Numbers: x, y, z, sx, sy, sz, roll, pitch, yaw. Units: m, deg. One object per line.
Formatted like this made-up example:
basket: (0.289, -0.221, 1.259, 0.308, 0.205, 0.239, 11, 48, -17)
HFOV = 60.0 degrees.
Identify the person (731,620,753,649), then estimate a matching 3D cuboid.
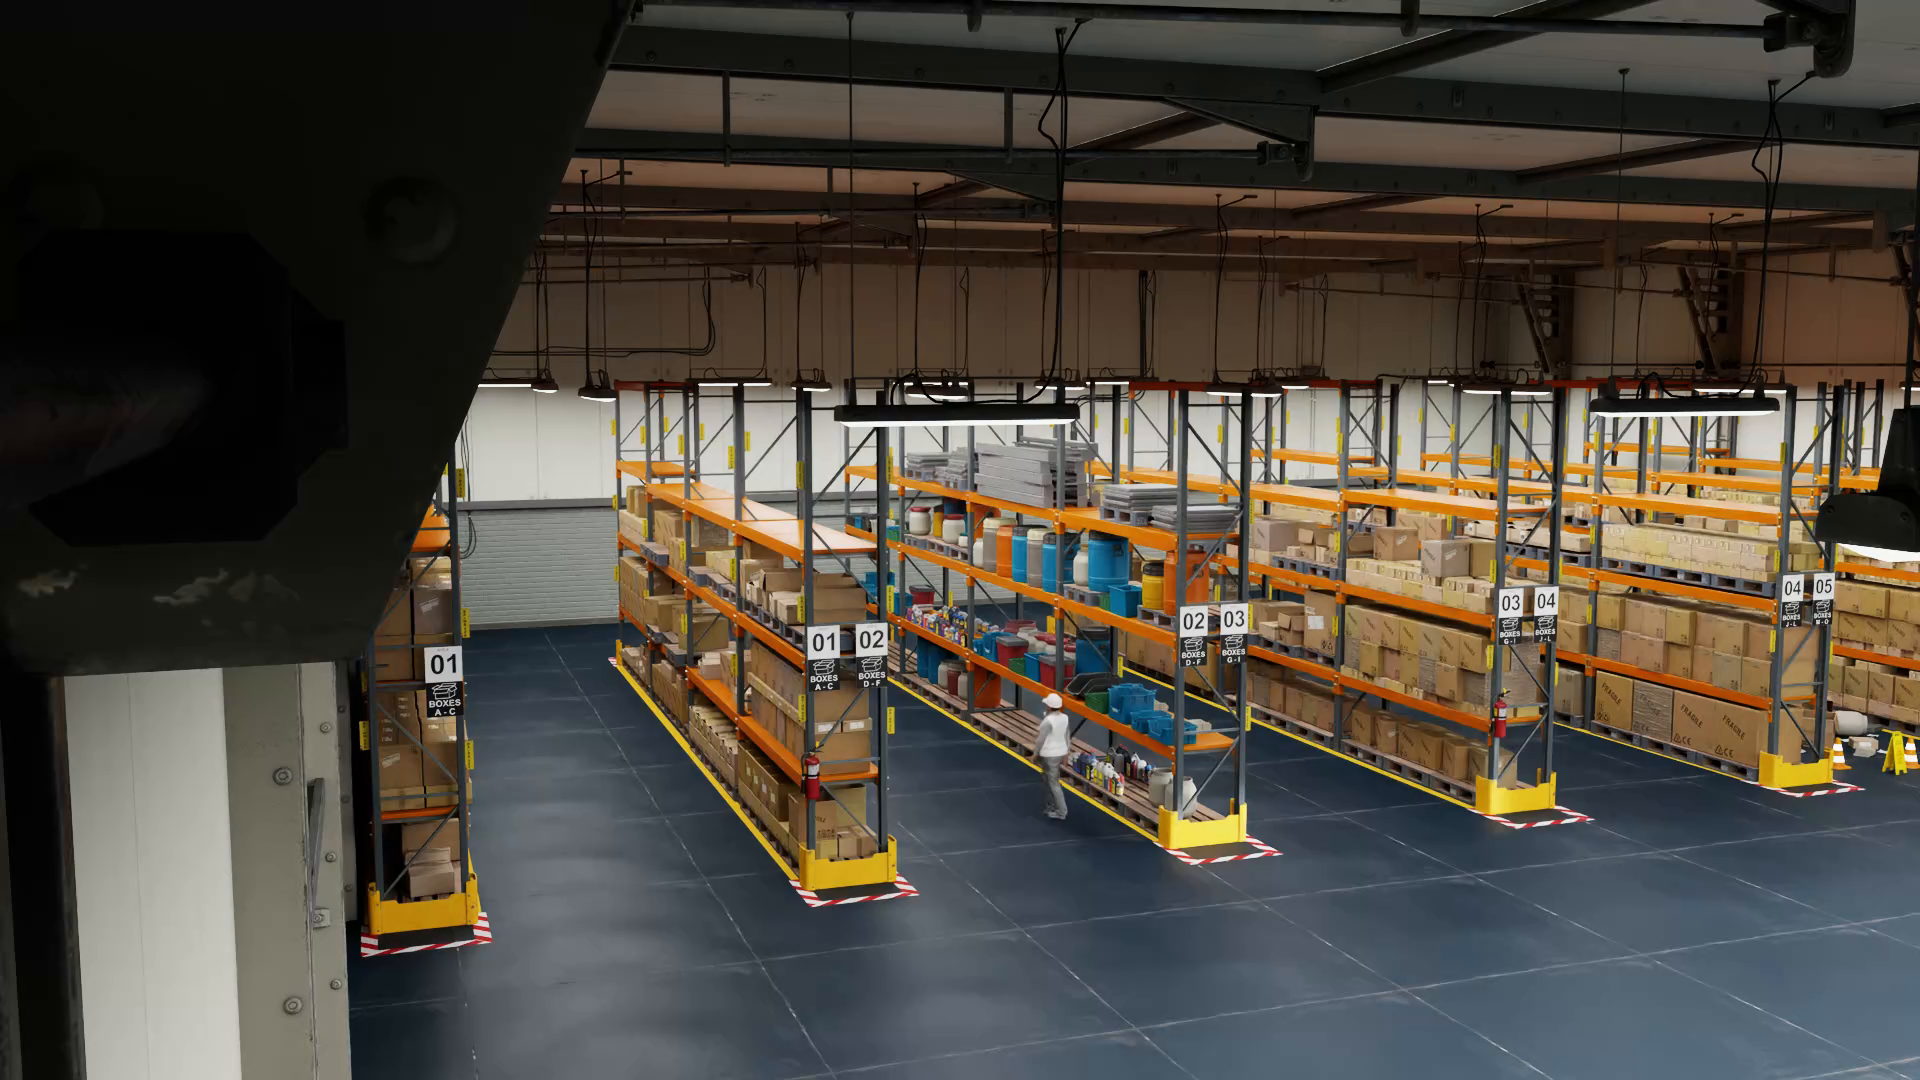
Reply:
person: (-4.557, 1.836, 34.962, 0.530, 1.600, 0.932, -3, 7, -25)

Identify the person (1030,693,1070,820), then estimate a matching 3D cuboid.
person: (1.272, 3.032, 23.148, 0.551, 1.841, 0.548, 4, 7, 33)
